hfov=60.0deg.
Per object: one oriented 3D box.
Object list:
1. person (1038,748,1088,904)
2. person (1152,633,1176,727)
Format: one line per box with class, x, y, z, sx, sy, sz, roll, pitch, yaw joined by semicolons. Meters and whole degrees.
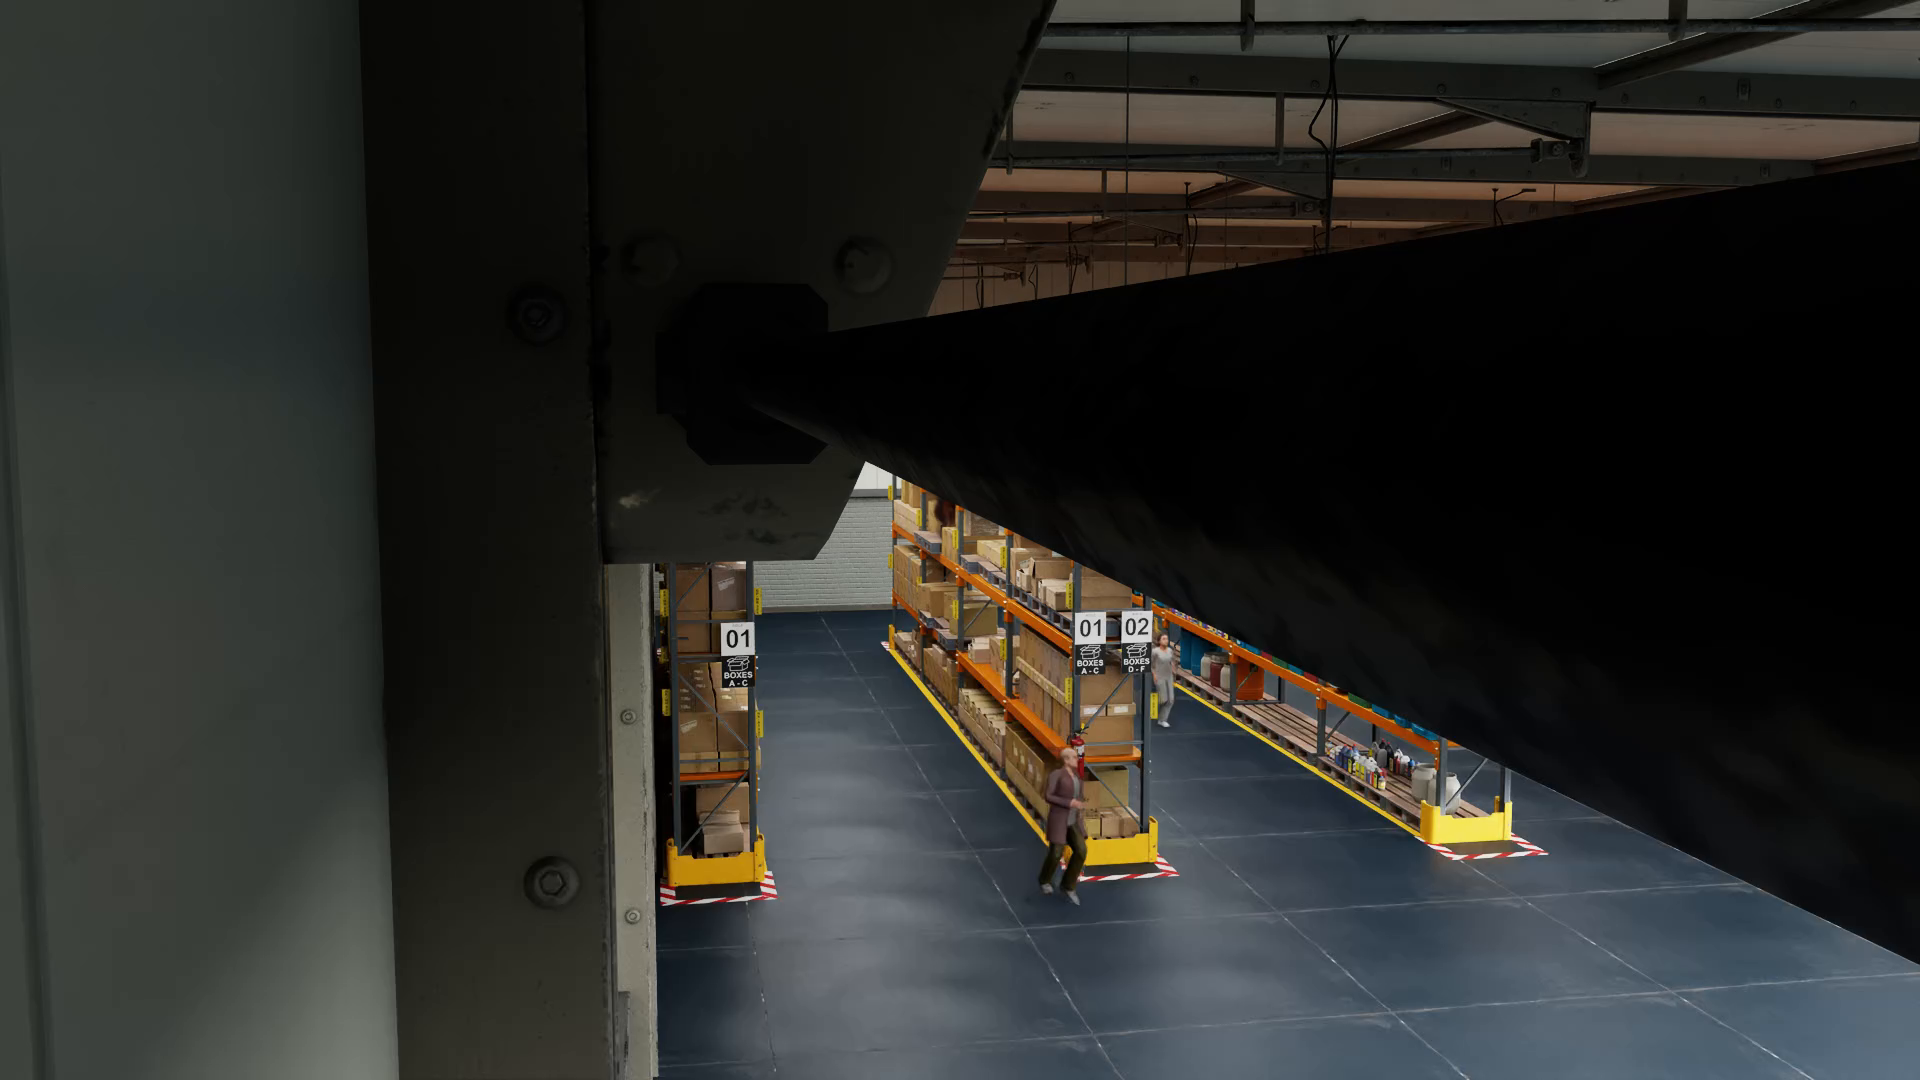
person;1.277;3.358;19.700;0.708;1.767;0.742;-4;8;-36
person;3.506;2.410;28.879;0.565;1.626;0.573;-3;7;-24
